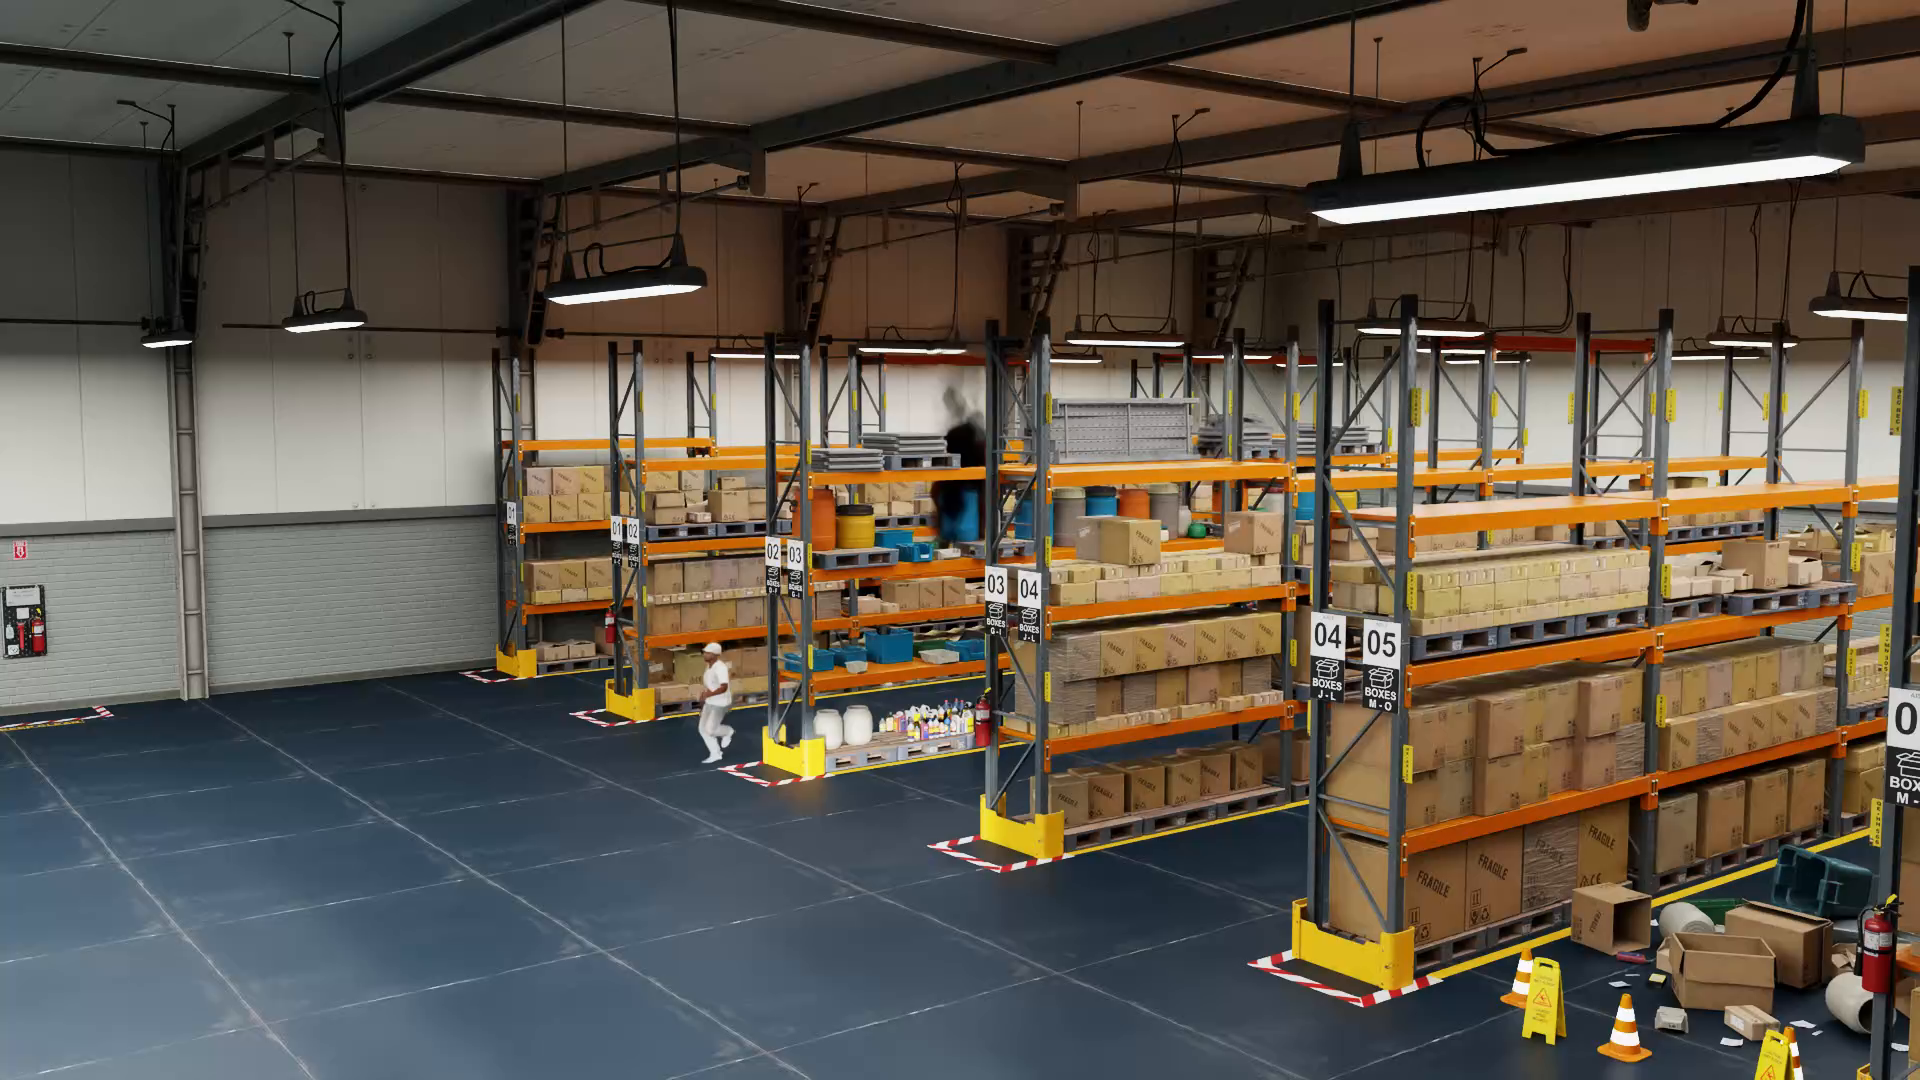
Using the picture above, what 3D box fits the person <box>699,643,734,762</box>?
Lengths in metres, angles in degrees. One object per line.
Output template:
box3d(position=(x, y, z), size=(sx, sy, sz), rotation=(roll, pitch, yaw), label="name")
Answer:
box3d(position=(-3.420, 2.287, 23.500), size=(0.580, 1.721, 0.796), rotation=(-4, 6, -38), label="person")
